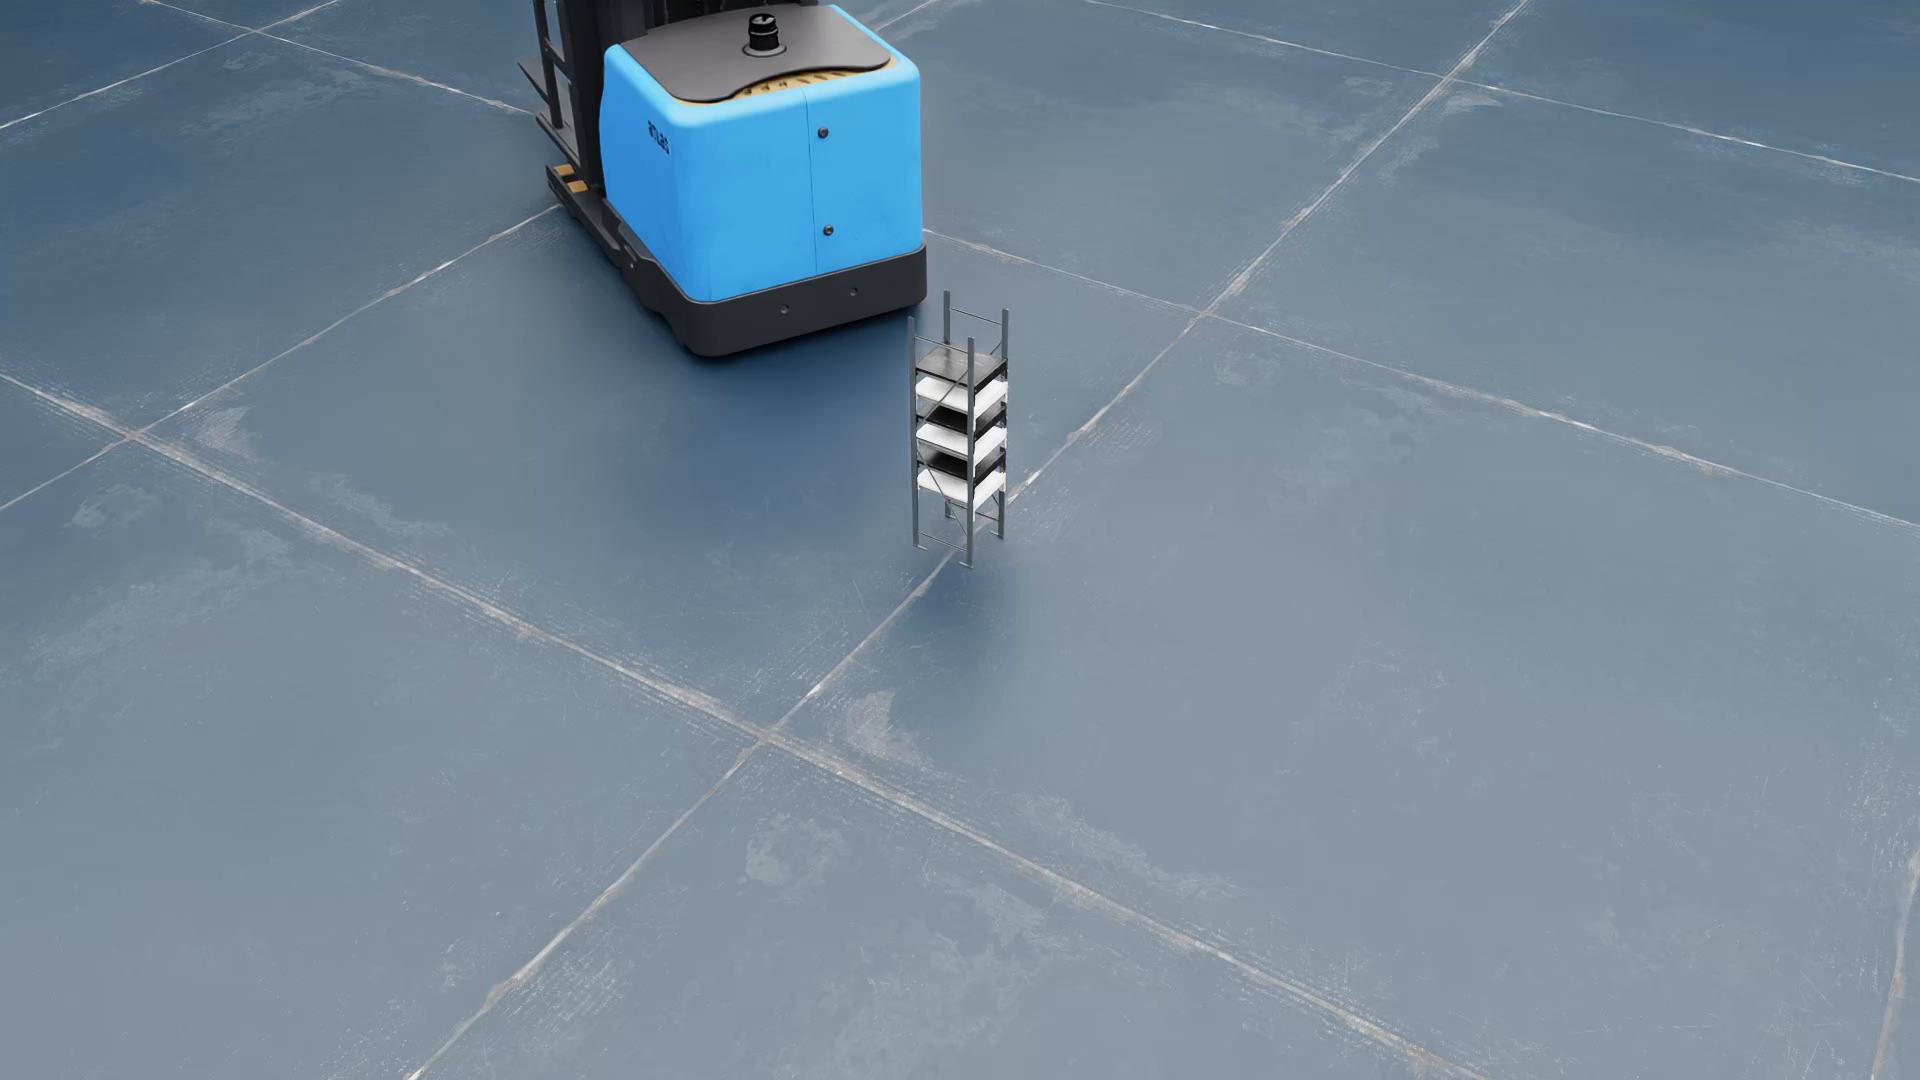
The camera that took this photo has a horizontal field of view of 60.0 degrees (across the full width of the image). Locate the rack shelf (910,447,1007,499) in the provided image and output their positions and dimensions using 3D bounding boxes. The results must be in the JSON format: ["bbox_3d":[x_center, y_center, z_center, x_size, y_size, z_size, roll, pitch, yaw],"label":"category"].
[{"bbox_3d":[-0.004,-0.255,5.545,0.258,0.077,0.200,21,42,25],"label":"rack shelf"}]

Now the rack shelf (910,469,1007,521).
[{"bbox_3d":[-0.004,-0.183,5.600,0.258,0.077,0.200,21,42,25],"label":"rack shelf"}]

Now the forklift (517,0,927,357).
[{"bbox_3d":[-1.281,-2.770,6.943,1.130,2.935,3.031,-18,41,-22],"label":"forklift"}]

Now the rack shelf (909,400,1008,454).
[{"bbox_3d":[-0.004,-0.397,5.435,0.258,0.077,0.200,21,42,25],"label":"rack shelf"}]

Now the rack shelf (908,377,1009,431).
[{"bbox_3d":[-0.004,-0.468,5.380,0.258,0.077,0.200,21,42,25],"label":"rack shelf"}]

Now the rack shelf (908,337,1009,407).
[{"bbox_3d":[-0.004,-0.540,5.325,0.258,0.077,0.200,21,42,25],"label":"rack shelf"}]

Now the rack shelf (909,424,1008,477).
[{"bbox_3d":[-0.004,-0.326,5.490,0.258,0.077,0.200,21,42,25],"label":"rack shelf"}]

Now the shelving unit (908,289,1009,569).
[{"bbox_3d":[-0.004,-0.352,5.470,0.258,0.900,0.210,21,42,25],"label":"shelving unit"}]

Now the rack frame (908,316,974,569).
[{"bbox_3d":[-0.059,-0.300,5.402,0.240,0.900,0.006,21,42,25],"label":"rack frame"}]

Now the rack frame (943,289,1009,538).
[{"bbox_3d":[0.050,-0.405,5.538,0.240,0.900,0.006,21,42,25],"label":"rack frame"}]
